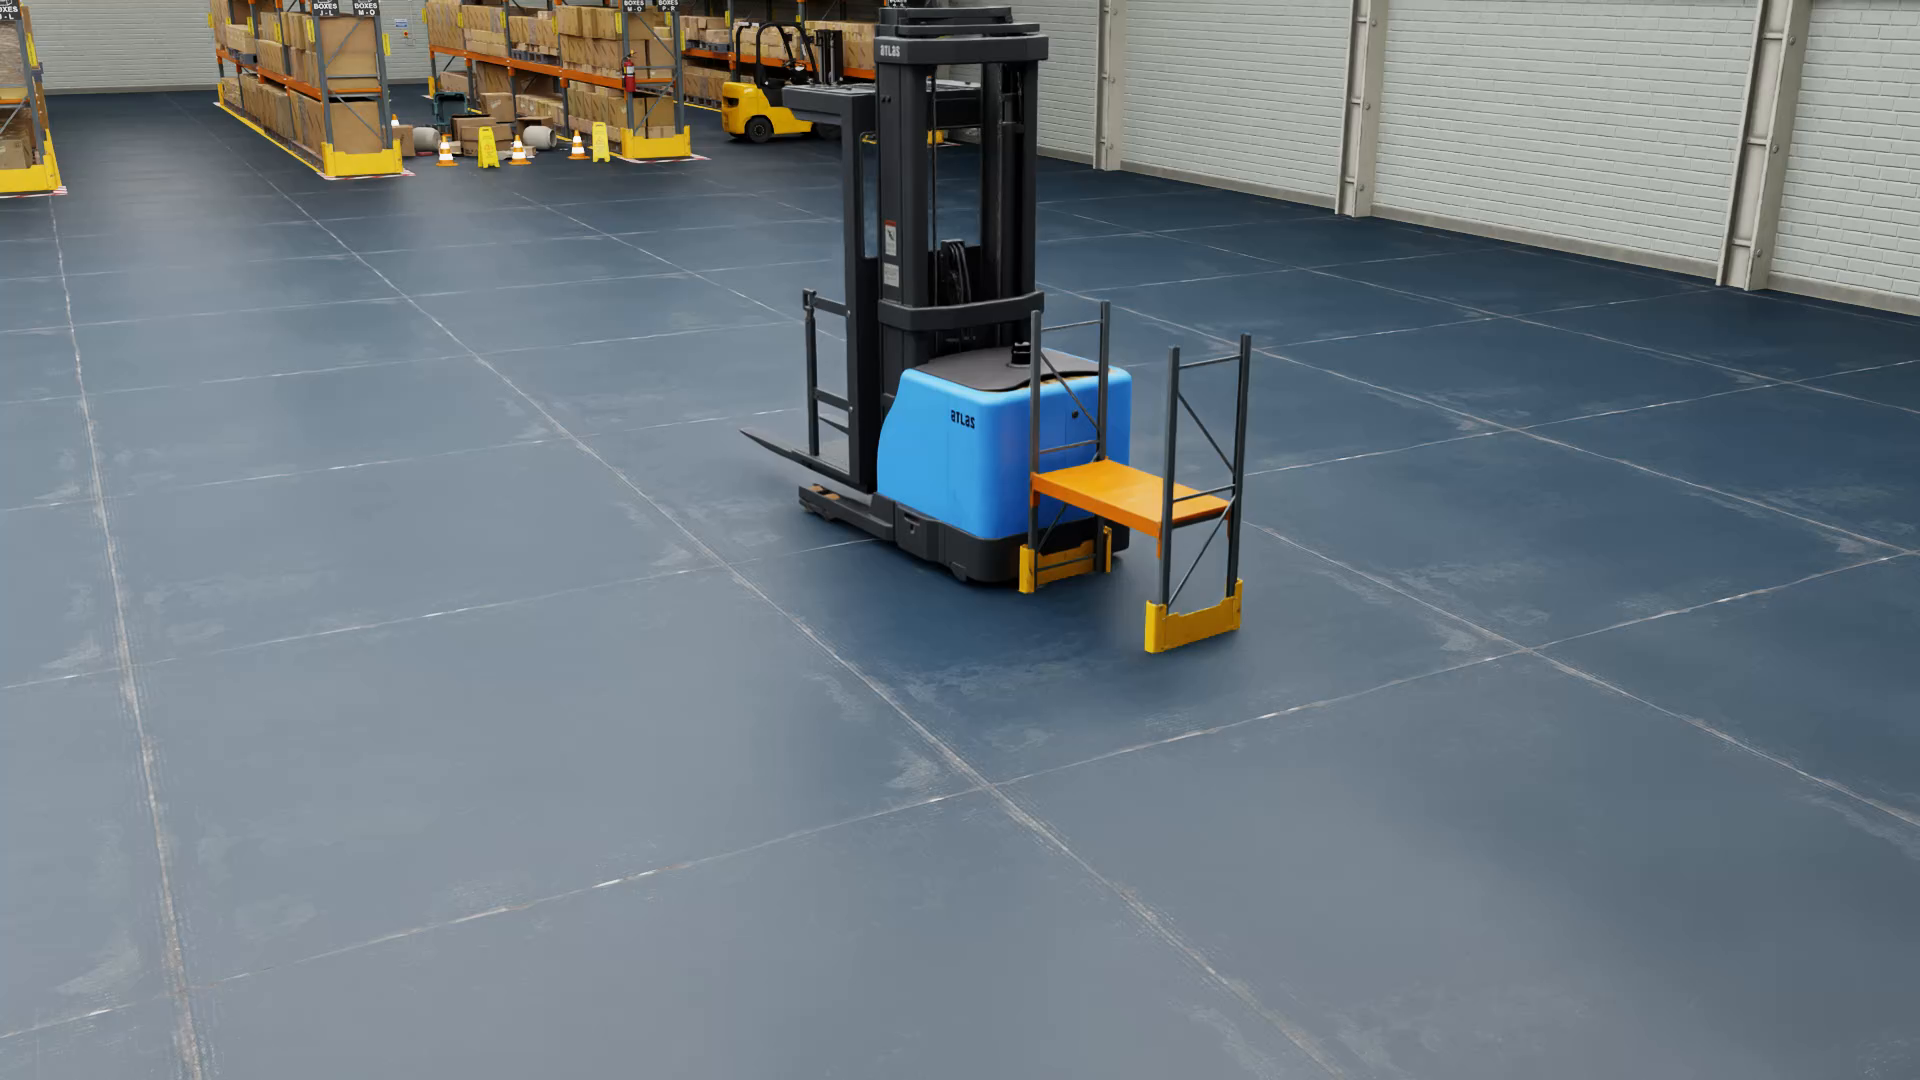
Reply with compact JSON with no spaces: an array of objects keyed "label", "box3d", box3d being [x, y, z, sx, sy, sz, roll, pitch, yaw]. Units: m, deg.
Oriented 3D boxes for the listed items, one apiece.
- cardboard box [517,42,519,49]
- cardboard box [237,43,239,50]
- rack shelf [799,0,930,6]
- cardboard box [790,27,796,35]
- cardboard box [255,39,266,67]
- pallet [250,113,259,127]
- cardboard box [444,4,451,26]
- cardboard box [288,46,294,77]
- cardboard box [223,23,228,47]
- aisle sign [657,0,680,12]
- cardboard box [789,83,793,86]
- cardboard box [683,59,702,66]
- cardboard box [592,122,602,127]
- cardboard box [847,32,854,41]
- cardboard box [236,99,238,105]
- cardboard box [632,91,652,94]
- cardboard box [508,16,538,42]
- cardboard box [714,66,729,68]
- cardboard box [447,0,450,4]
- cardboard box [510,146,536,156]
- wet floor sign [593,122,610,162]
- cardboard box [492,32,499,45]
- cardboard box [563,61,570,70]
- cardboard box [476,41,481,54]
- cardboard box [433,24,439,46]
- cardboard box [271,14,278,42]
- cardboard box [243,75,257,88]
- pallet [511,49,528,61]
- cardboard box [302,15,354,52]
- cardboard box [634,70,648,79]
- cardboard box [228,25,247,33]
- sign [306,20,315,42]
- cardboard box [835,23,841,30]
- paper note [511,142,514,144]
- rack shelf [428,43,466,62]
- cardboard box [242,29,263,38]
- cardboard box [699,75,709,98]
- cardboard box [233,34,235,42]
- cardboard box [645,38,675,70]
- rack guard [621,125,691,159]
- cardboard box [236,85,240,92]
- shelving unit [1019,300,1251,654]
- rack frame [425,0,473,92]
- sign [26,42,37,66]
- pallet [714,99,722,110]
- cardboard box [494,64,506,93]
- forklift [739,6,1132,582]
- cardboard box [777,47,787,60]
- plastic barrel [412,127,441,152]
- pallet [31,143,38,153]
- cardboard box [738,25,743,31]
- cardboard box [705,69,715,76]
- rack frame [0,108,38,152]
[{"label":"cardboard box","box3d":[-8.968,-10.277,34.556,0.380,0.149,0.250,-11,22,-30]},{"label":"cardboard box","box3d":[-14.615,-10.129,34.128,0.380,0.149,0.250,-9,21,-25]},{"label":"rack shelf","box3d":[-1.847,-10.531,32.055,1.077,0.370,4.000,-10,21,-27]},{"label":"cardboard box","box3d":[-3.293,-10.516,34.360,0.380,0.149,0.250,-10,22,-27]},{"label":"cardboard box","box3d":[-13.396,-9.486,32.371,0.500,0.500,0.500,-10,21,-26]},{"label":"pallet","box3d":[-14.317,-8.866,35.001,1.003,0.211,1.213,-10,21,-27]},{"label":"cardboard box","box3d":[-11.913,-12.458,39.450,0.500,0.500,0.500,-10,21,-26]},{"label":"cardboard box","box3d":[-11.286,-8.428,29.228,0.875,0.550,0.550,-10,21,-27]},{"label":"cardboard box","box3d":[-15.995,-11.190,36.853,0.500,0.500,0.500,-11,22,-28]},{"label":"aisle sign","box3d":[-4.962,-9.368,28.196,0.394,0.787,0.004,-10,21,-27]},{"label":"cardboard box","box3d":[-3.055,-9.251,34.839,0.875,0.625,0.625,-9,21,-24]},{"label":"cardboard box","box3d":[-6.494,-11.576,40.319,0.380,0.149,0.250,-11,22,-29]},{"label":"cardboard box","box3d":[-6.377,-7.497,30.331,0.500,0.250,0.500,-11,22,-29]},{"label":"cardboard box","box3d":[-1.939,-9.653,31.860,0.380,0.149,0.250,-10,21,-26]},{"label":"cardboard box","box3d":[-15.989,-9.822,37.224,0.380,0.149,0.250,-11,22,-28]},{"label":"cardboard box","box3d":[-5.899,-7.938,30.459,0.500,0.500,0.500,-10,21,-26]},{"label":"cardboard box","box3d":[-9.053,-10.627,34.576,0.500,0.500,0.500,-11,22,-28]},{"label":"cardboard box","box3d":[-5.687,-11.286,39.934,0.380,0.149,0.250,-9,21,-25]},{"label":"cardboard box","box3d":[-11.940,-12.796,39.435,0.380,0.149,0.250,-10,22,-28]},{"label":"cardboard box","box3d":[-7.664,-6.824,29.180,0.380,0.149,0.250,1,19,2]},{"label":"wet floor sign","box3d":[-6.116,-6.776,28.278,0.267,0.644,0.232,-3,19,-8]},{"label":"cardboard box","box3d":[-9.763,-10.817,35.844,0.500,0.250,0.500,-11,22,-28]},{"label":"cardboard box","box3d":[-7.296,-8.998,31.495,0.380,0.149,0.250,-10,21,-27]},{"label":"cardboard box","box3d":[-10.509,-11.018,37.192,0.500,0.250,0.500,-10,21,-27]},{"label":"cardboard box","box3d":[-12.622,-12.426,40.890,0.500,0.500,0.500,-10,22,-27]},{"label":"cardboard box","box3d":[-12.437,-9.560,31.053,0.700,0.500,0.500,-10,22,-27]},{"label":"cardboard box","box3d":[-14.897,-9.724,35.251,0.500,0.250,0.500,-9,21,-25]},{"label":"pallet","box3d":[-8.631,-10.127,34.674,1.213,0.211,1.003,-10,21,-27]},{"label":"cardboard box","box3d":[-10.057,-8.151,26.768,0.875,0.550,0.550,-10,21,-27]},{"label":"cardboard box","box3d":[-5.630,-8.064,28.788,0.380,0.149,0.250,-9,21,-25]},{"label":"cardboard box","box3d":[-15.231,-10.781,35.107,0.380,0.149,0.250,-10,21,-26]},{"label":"sign","box3d":[-10.057,-7.892,25.767,0.100,0.325,0.005,-10,21,-27]},{"label":"cardboard box","box3d":[-2.225,-10.027,32.486,0.380,0.149,0.250,-10,21,-27]},{"label":"paper note","box3d":[-8.413,-7.437,31.137,0.148,0.019,0.142,-10,21,-27]},{"label":"rack shelf","box3d":[-11.912,-11.788,40.297,1.077,0.370,4.000,-10,21,-27]},{"label":"cardboard box","box3d":[-14.008,-10.040,32.959,0.380,0.149,0.250,-11,22,-29]},{"label":"cardboard box","box3d":[-5.829,-10.722,39.292,0.500,0.500,0.500,-11,22,-29]},{"label":"cardboard box","box3d":[-14.861,-10.418,34.510,0.380,0.149,0.250,-10,22,-28]},{"label":"cardboard box","box3d":[-5.245,-8.476,28.986,0.500,0.500,0.500,-10,22,-27]},{"label":"rack guard","box3d":[-5.300,-6.949,29.003,1.175,0.500,0.348,-10,21,-27]},{"label":"cardboard box","box3d":[-15.825,-10.019,36.883,0.380,0.149,0.250,-10,21,-26]},{"label":"shelving unit","box3d":[0.861,-0.354,8.358,0.587,1.500,1.083,-13,23,-34]},{"label":"rack frame","box3d":[-12.862,-12.702,41.843,1.000,3.000,0.127,-10,21,-27]},{"label":"sign","box3d":[-13.508,-7.067,24.186,0.100,0.325,0.005,-10,21,-27]},{"label":"pallet","box3d":[-5.018,-10.077,38.512,1.003,0.211,1.213,-10,21,-27]},{"label":"cardboard box","box3d":[-9.738,-10.067,36.822,0.875,0.875,0.875,-10,21,-26]},{"label":"forklift","box3d":[-0.320,-1.580,9.717,1.130,2.935,3.031,-13,23,-34]},{"label":"cardboard box","box3d":[-3.510,-10.204,34.833,0.500,0.250,0.500,-10,21,-27]},{"label":"plastic barrel","box3d":[-9.583,-7.155,29.719,0.512,0.421,0.421,4,19,11]},{"label":"pallet","box3d":[-16.256,-6.627,28.513,1.003,0.211,1.213,-10,21,-27]},{"label":"cardboard box","box3d":[-4.676,-11.316,36.678,0.380,0.149,0.250,-9,21,-25]},{"label":"cardboard box","box3d":[-5.759,-10.986,39.065,0.380,0.149,0.250,-11,22,-29]},{"label":"rack frame","box3d":[-15.885,-7.722,27.411,1.000,3.000,0.127,-10,21,-27]}]
